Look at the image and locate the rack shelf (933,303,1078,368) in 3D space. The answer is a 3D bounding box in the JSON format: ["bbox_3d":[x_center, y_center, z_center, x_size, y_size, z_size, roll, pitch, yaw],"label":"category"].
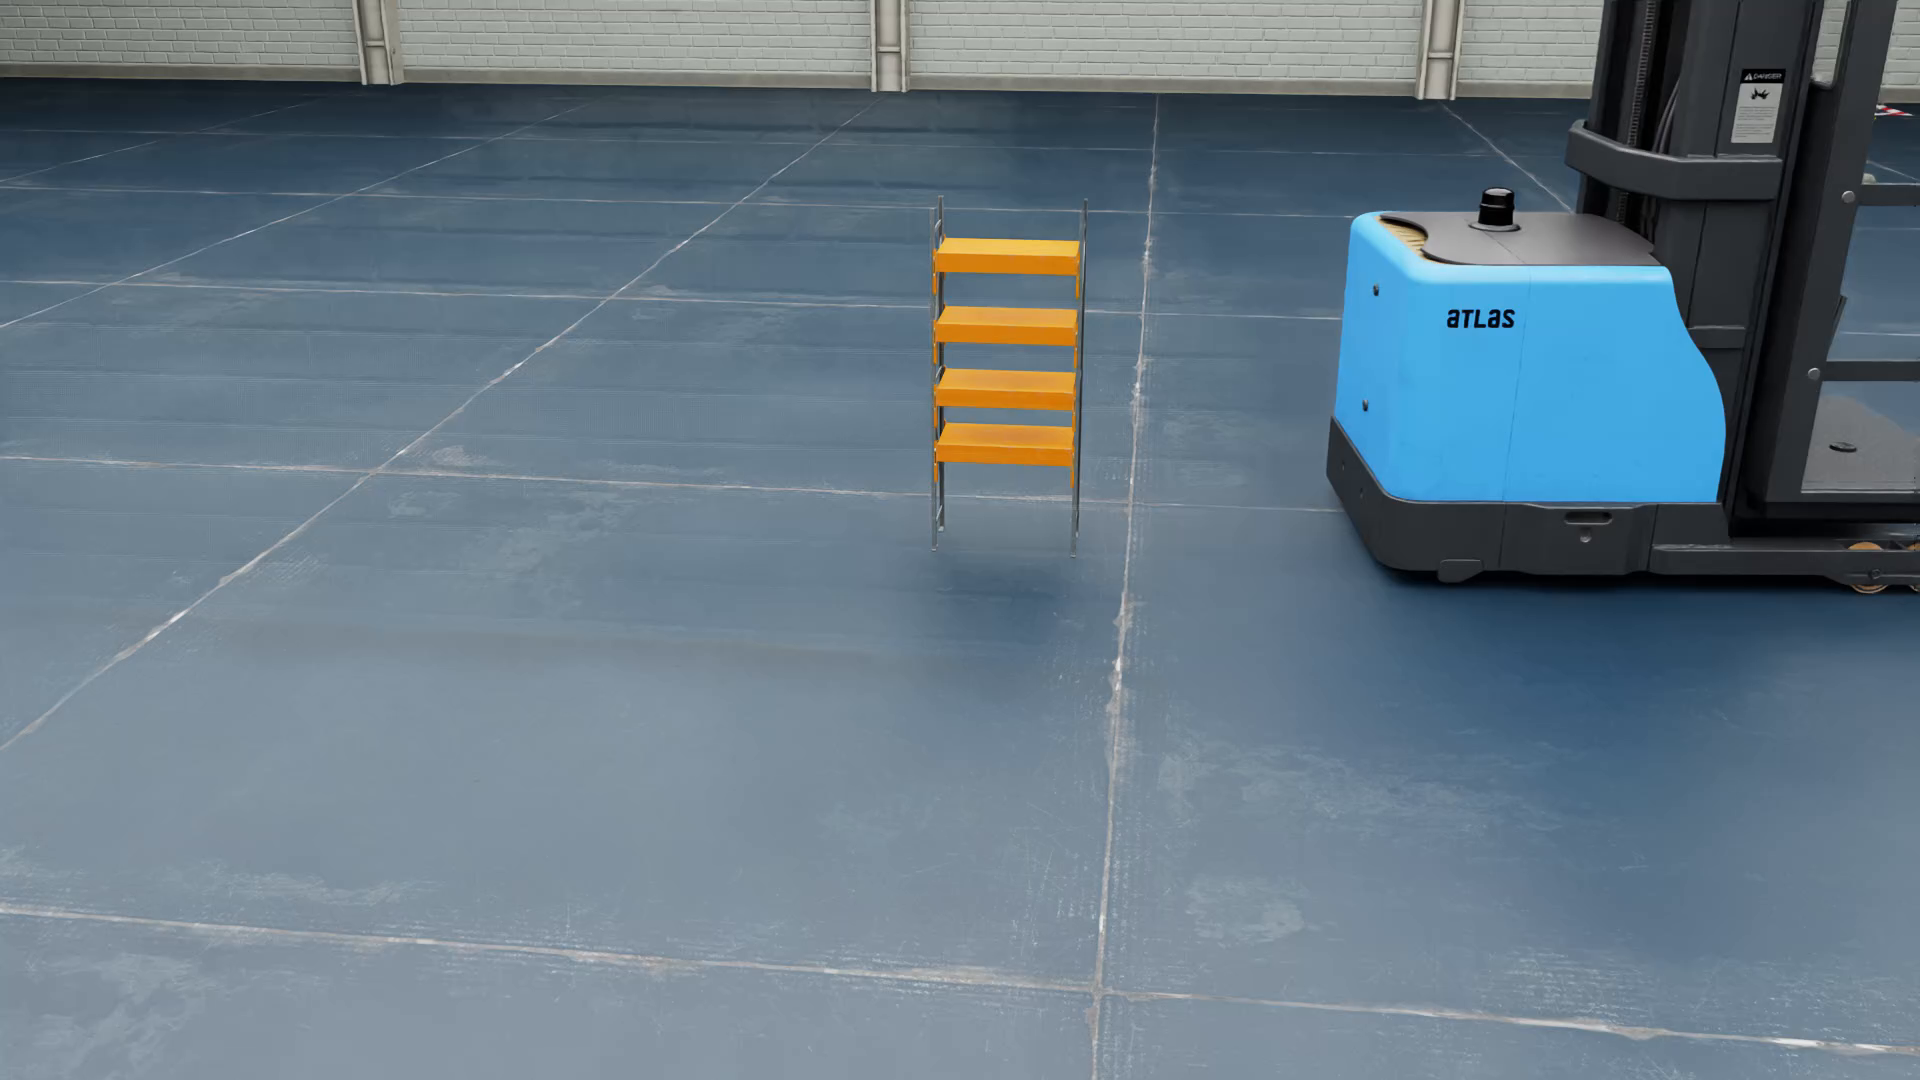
[{"bbox_3d":[0.164,-0.696,5.644,0.480,0.148,0.258,2,22,6],"label":"rack shelf"}]

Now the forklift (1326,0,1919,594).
[{"bbox_3d":[2.913,-1.382,5.450,3.031,2.935,1.130,0,22,0],"label":"forklift"}]

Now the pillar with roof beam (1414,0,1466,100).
[{"bbox_3d":[4.670,-7.437,12.512,0.400,9.000,9.100,2,22,6],"label":"pillar with roof beam"}]

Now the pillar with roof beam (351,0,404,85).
[{"bbox_3d":[-7.247,-7.956,13.825,0.400,9.000,9.100,2,22,6],"label":"pillar with roof beam"}]

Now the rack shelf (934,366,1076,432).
[{"bbox_3d":[0.164,-0.488,5.726,0.480,0.148,0.258,2,22,6],"label":"rack shelf"}]

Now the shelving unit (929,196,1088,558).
[{"bbox_3d":[0.164,-0.551,5.701,0.503,1.200,0.258,2,22,6],"label":"shelving unit"}]

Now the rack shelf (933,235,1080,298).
[{"bbox_3d":[0.164,-0.916,5.557,0.480,0.148,0.258,2,22,6],"label":"rack shelf"}]

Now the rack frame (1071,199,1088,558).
[{"bbox_3d":[0.407,-0.540,5.674,0.015,1.200,0.240,2,22,6],"label":"rack frame"}]

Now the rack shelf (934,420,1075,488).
[{"bbox_3d":[0.164,-0.304,5.799,0.480,0.148,0.258,2,22,6],"label":"rack shelf"}]

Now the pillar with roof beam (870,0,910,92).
[{"bbox_3d":[-1.288,-7.697,13.169,0.400,9.000,9.100,2,22,6],"label":"pillar with roof beam"}]

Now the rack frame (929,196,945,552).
[{"bbox_3d":[-0.078,-0.561,5.728,0.015,1.200,0.240,2,22,6],"label":"rack frame"}]
